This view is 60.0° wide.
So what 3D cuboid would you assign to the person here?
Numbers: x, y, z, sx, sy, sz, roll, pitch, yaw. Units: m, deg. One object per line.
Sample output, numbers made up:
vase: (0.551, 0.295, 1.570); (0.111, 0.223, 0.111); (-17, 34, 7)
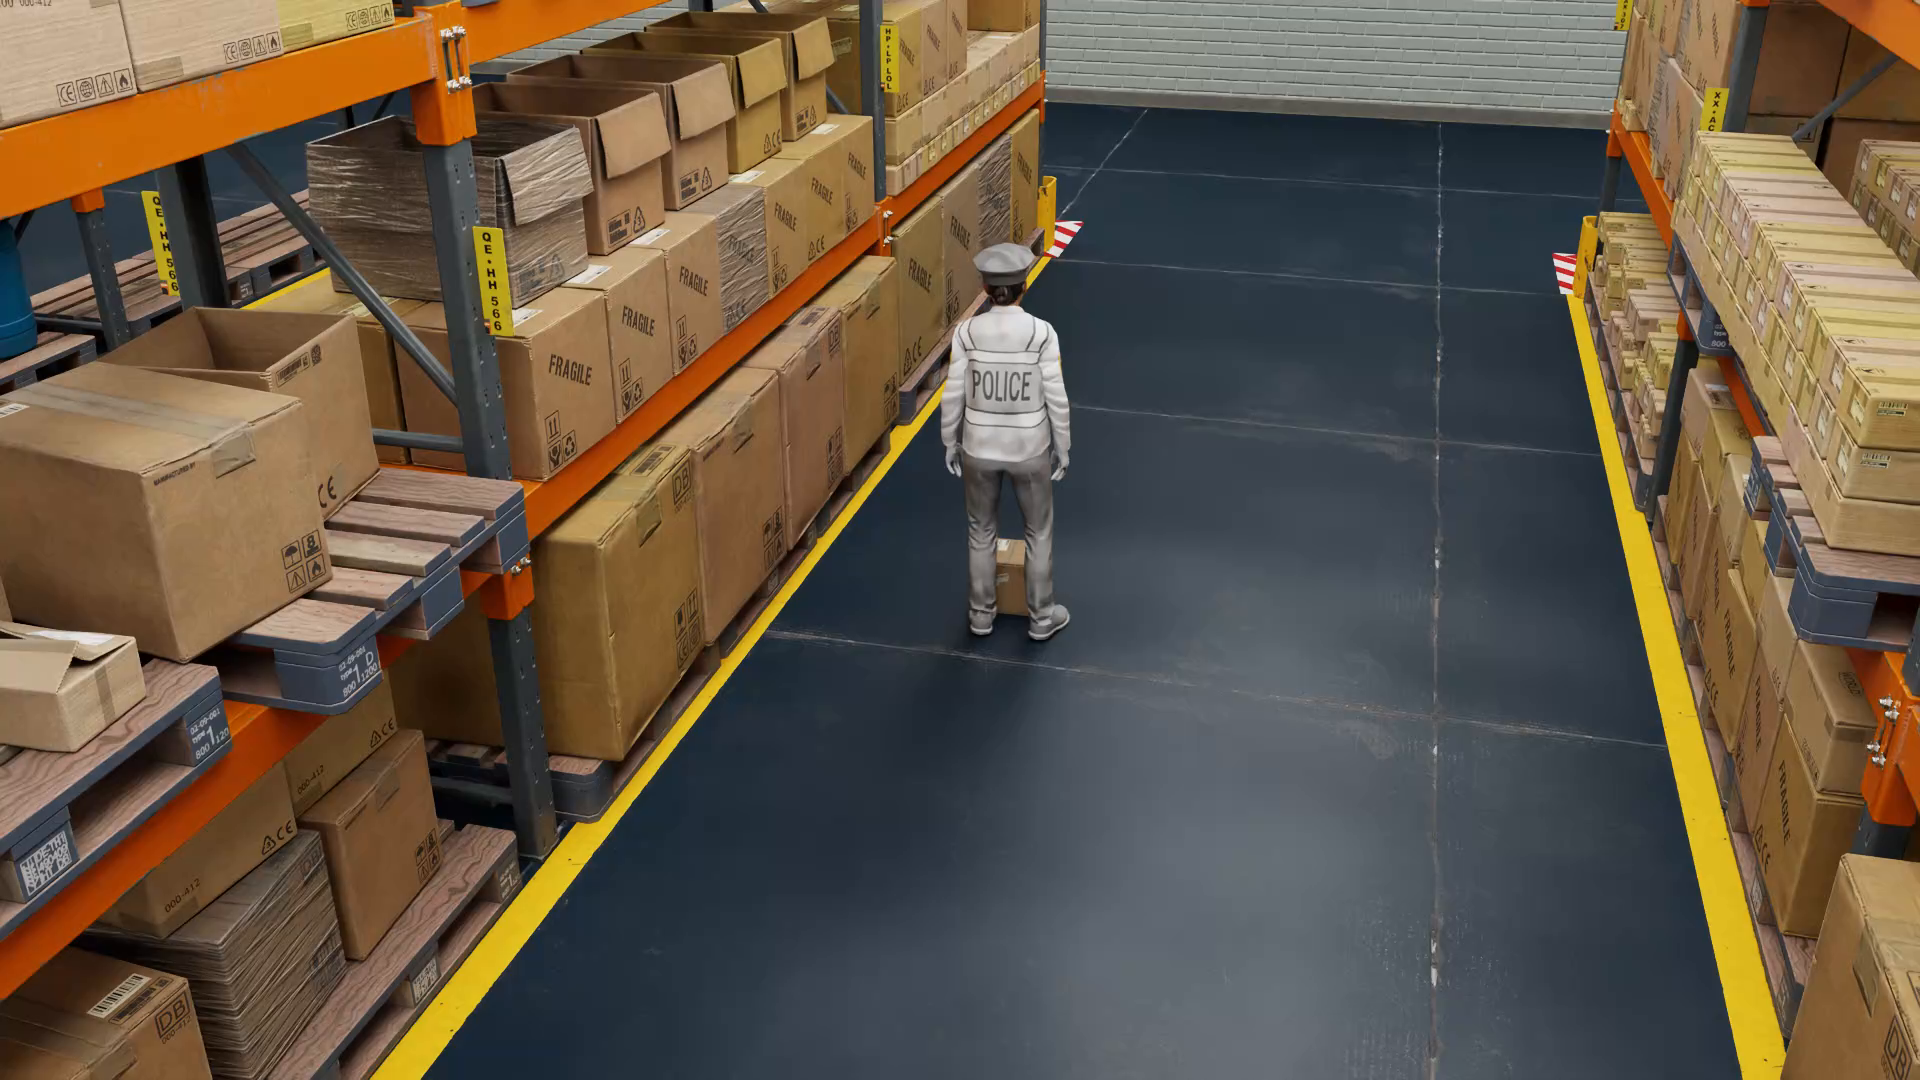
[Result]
person: (0.193, -0.372, 6.883); (0.547, 1.666, 0.371); (4, 26, 9)
